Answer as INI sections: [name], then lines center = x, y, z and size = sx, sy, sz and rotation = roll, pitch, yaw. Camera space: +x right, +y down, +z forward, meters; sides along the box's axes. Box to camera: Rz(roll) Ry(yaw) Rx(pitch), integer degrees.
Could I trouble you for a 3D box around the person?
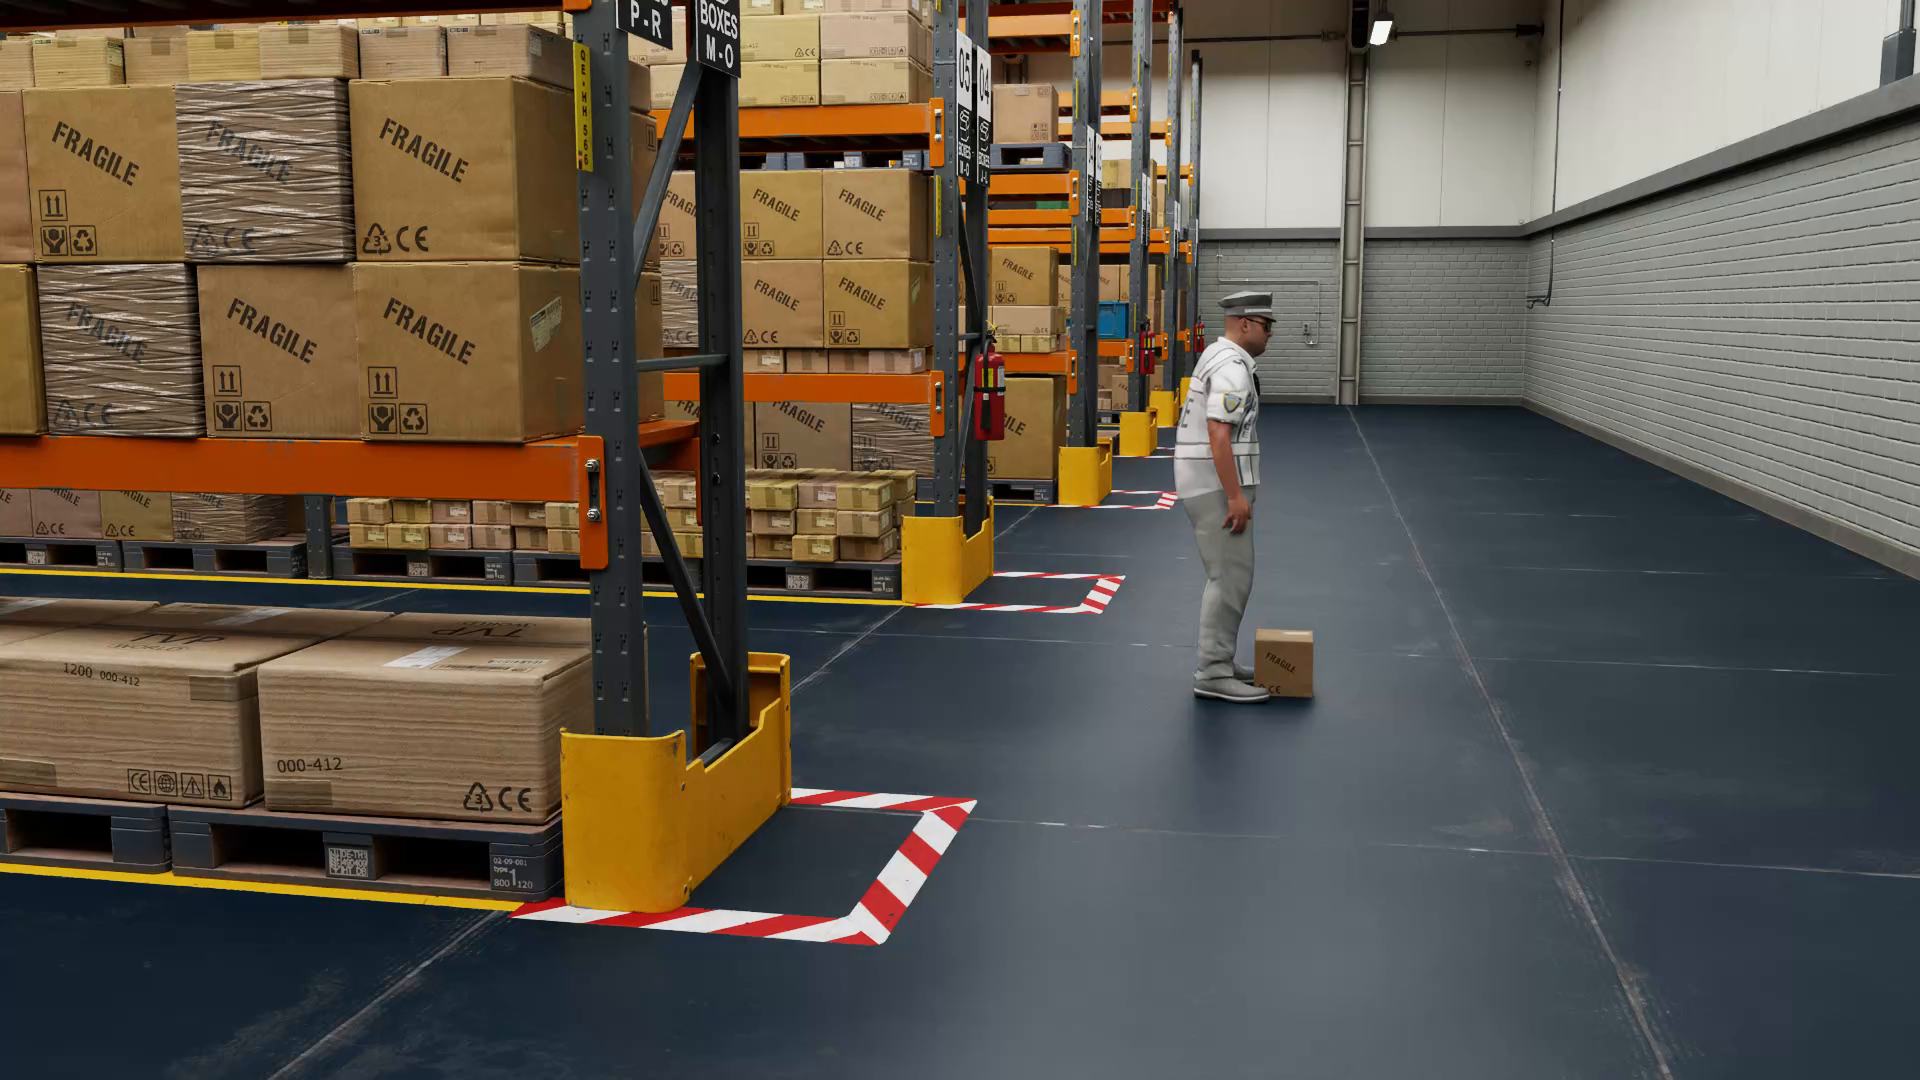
[person]
center = 1.154, -0.207, 7.281
size = 0.437, 1.747, 0.603
rotation = 1, 8, 8
